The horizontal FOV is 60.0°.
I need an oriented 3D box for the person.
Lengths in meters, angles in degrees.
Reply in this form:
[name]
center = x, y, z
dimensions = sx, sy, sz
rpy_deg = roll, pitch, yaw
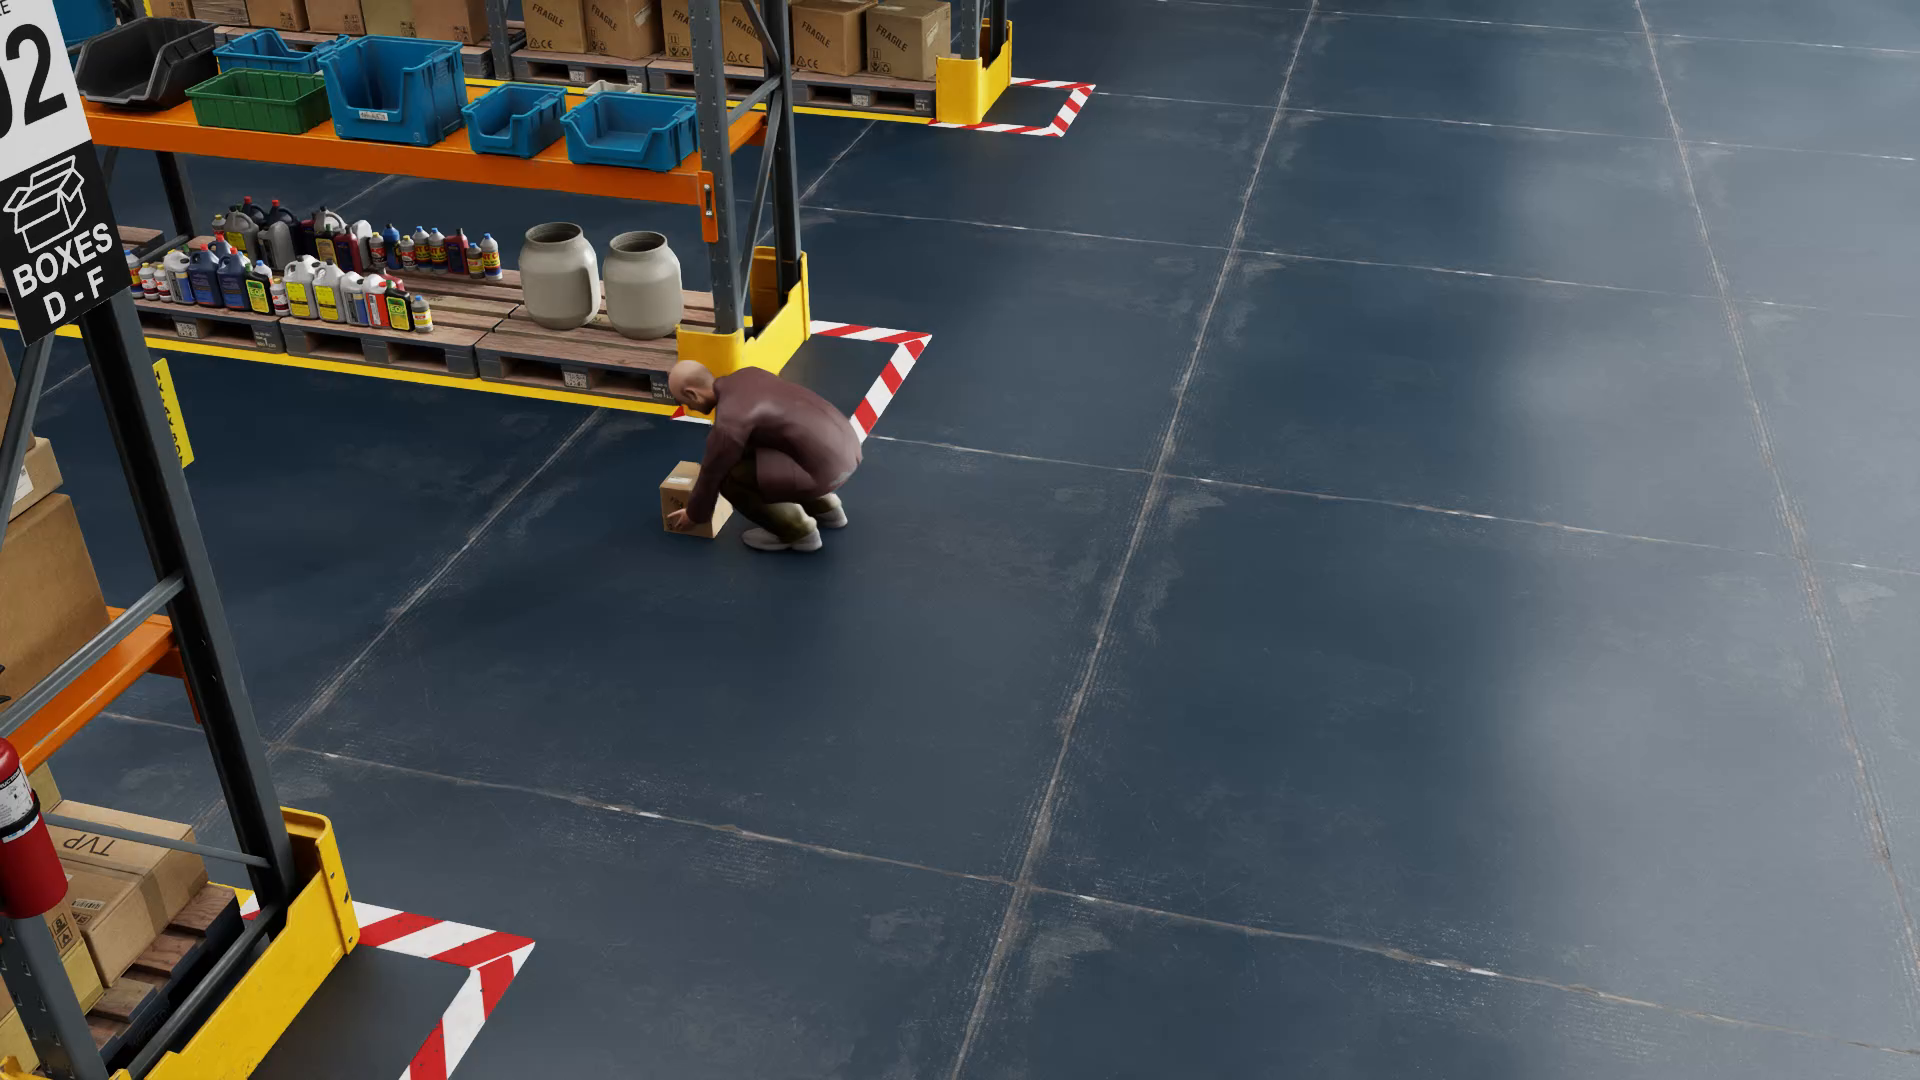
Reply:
[person]
center = -0.895, -0.382, 7.655
dimensions = 0.899, 0.818, 0.603
rpy_deg = 8, 33, 13
